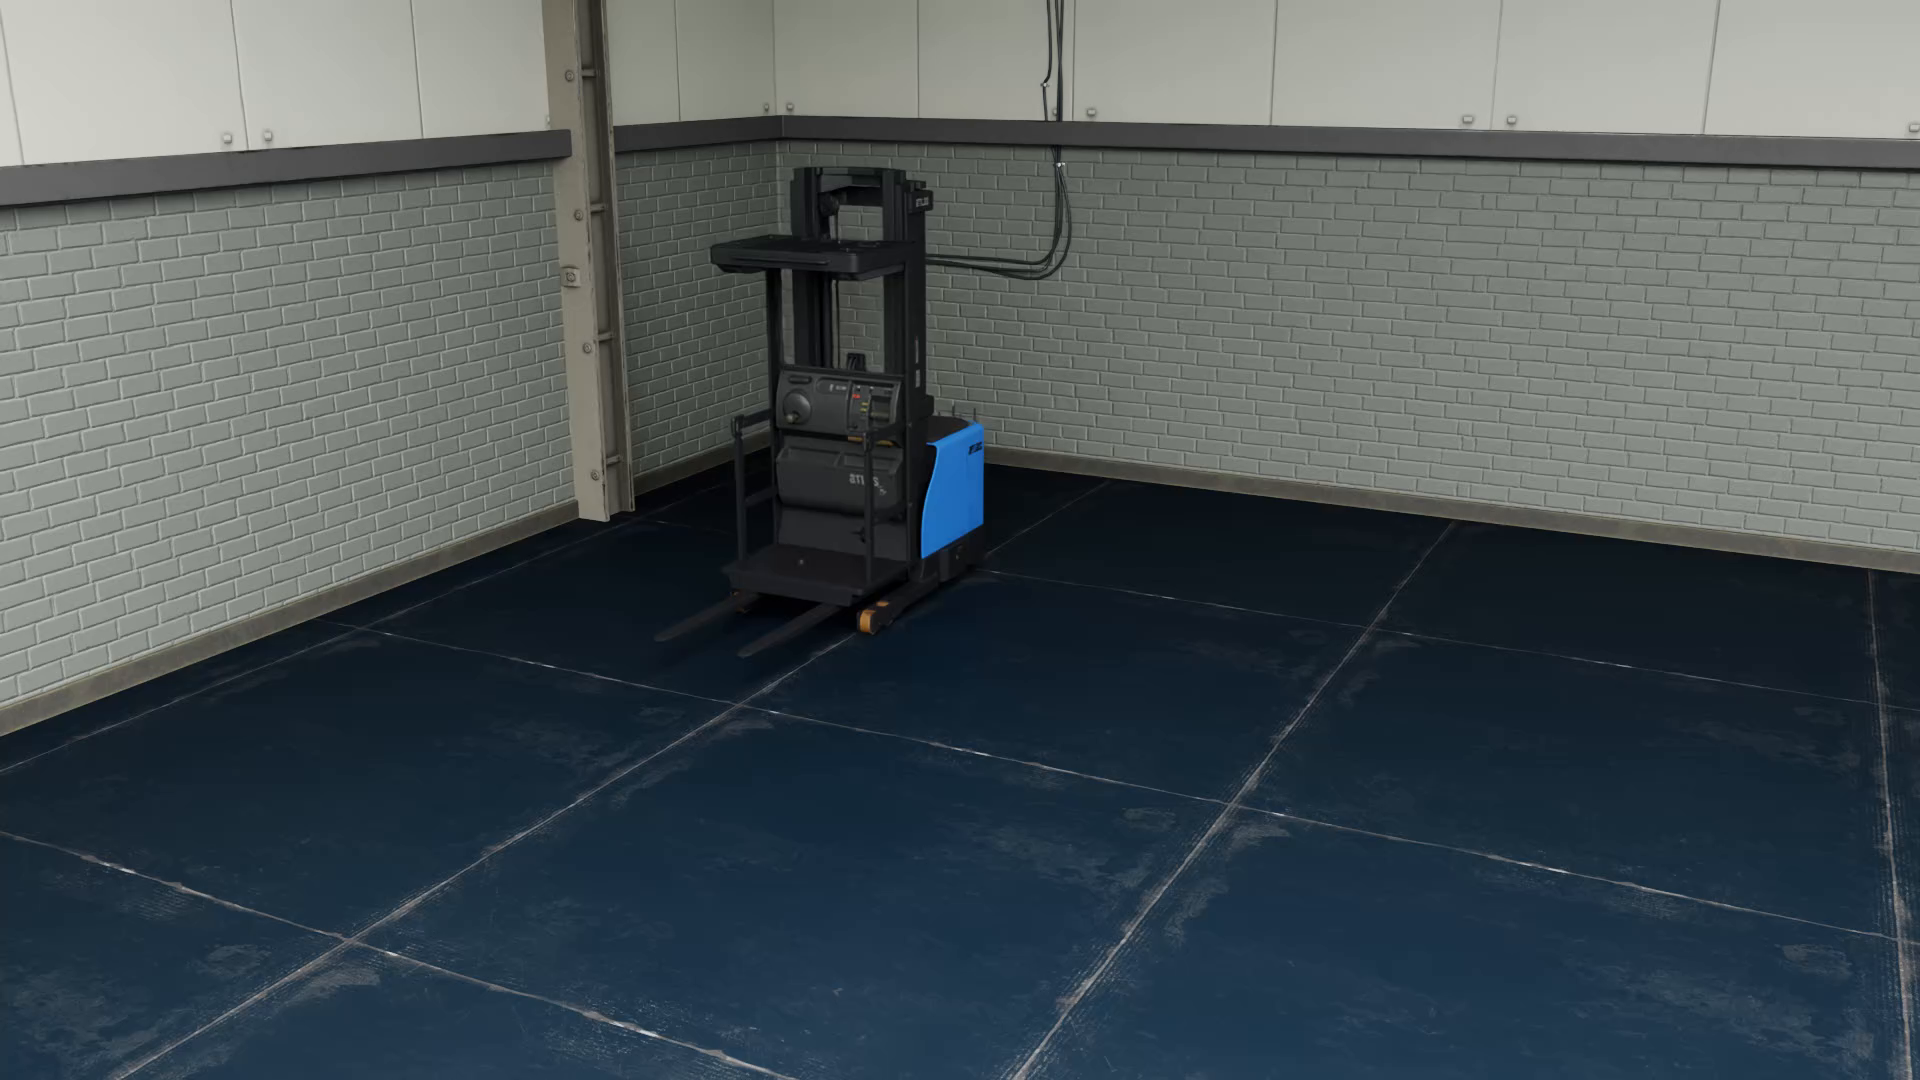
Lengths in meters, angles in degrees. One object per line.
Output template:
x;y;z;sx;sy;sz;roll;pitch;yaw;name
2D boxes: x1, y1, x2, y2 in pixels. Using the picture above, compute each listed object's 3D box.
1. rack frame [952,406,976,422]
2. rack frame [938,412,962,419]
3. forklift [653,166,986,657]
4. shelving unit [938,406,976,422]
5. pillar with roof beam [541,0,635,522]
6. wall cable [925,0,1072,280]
0.031;-0.521;12.934;0.200;1.050;0.008;8;18;25;rack frame
-0.078;-0.459;12.724;0.200;1.050;0.008;8;18;25;rack frame
-0.914;-0.926;10.994;1.130;2.935;3.031;8;18;25;forklift
-0.024;-0.490;12.829;0.215;1.050;0.252;8;18;25;shelving unit
0.923;-3.984;10.633;9.100;9.000;0.400;8;18;25;pillar with roof beam
-0.429;-3.625;14.879;3.097;2.526;0.112;8;18;25;wall cable
